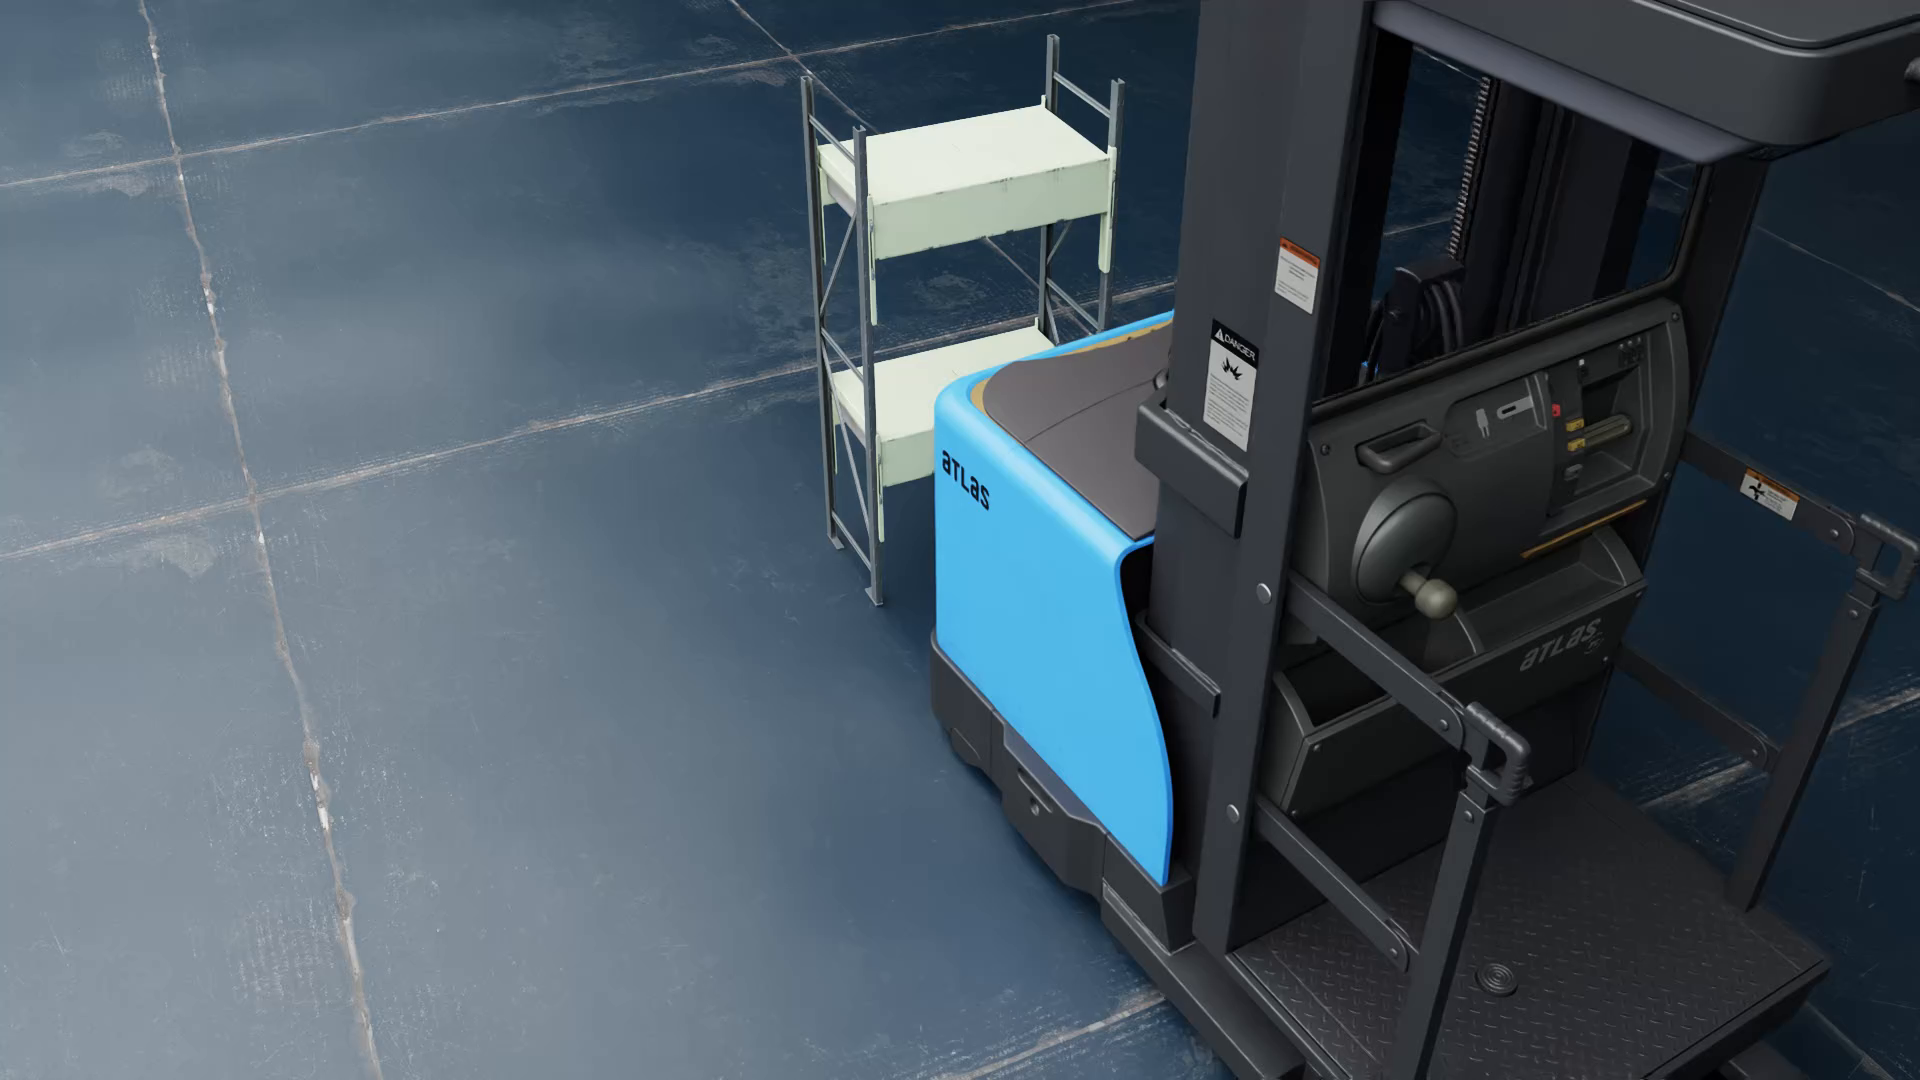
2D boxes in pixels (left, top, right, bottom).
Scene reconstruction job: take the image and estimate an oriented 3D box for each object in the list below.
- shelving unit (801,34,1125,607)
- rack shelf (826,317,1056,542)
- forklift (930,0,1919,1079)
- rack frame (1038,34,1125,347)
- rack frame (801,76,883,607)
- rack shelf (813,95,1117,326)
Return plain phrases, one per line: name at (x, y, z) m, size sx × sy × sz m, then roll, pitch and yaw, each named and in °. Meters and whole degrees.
shelving unit at (0.006, -0.604, 4.805) m, size 0.755 × 1.500 × 0.431 m, roll -16°, pitch 39°, yaw -20°
rack shelf at (0.006, -0.342, 5.000) m, size 0.720 × 0.370 × 0.431 m, roll -16°, pitch 39°, yaw -20°
forklift at (1.119, -0.086, 2.905) m, size 1.130 × 2.935 × 3.031 m, roll -20°, pitch 41°, yaw -25°
rack frame at (0.337, -0.697, 4.930) m, size 0.023 × 1.500 × 0.400 m, roll -16°, pitch 39°, yaw -20°
rack frame at (-0.325, -0.511, 4.681) m, size 0.023 × 1.500 × 0.400 m, roll -16°, pitch 39°, yaw -20°
rack shelf at (0.006, -0.918, 4.573) m, size 0.720 × 0.370 × 0.431 m, roll -16°, pitch 39°, yaw -20°
